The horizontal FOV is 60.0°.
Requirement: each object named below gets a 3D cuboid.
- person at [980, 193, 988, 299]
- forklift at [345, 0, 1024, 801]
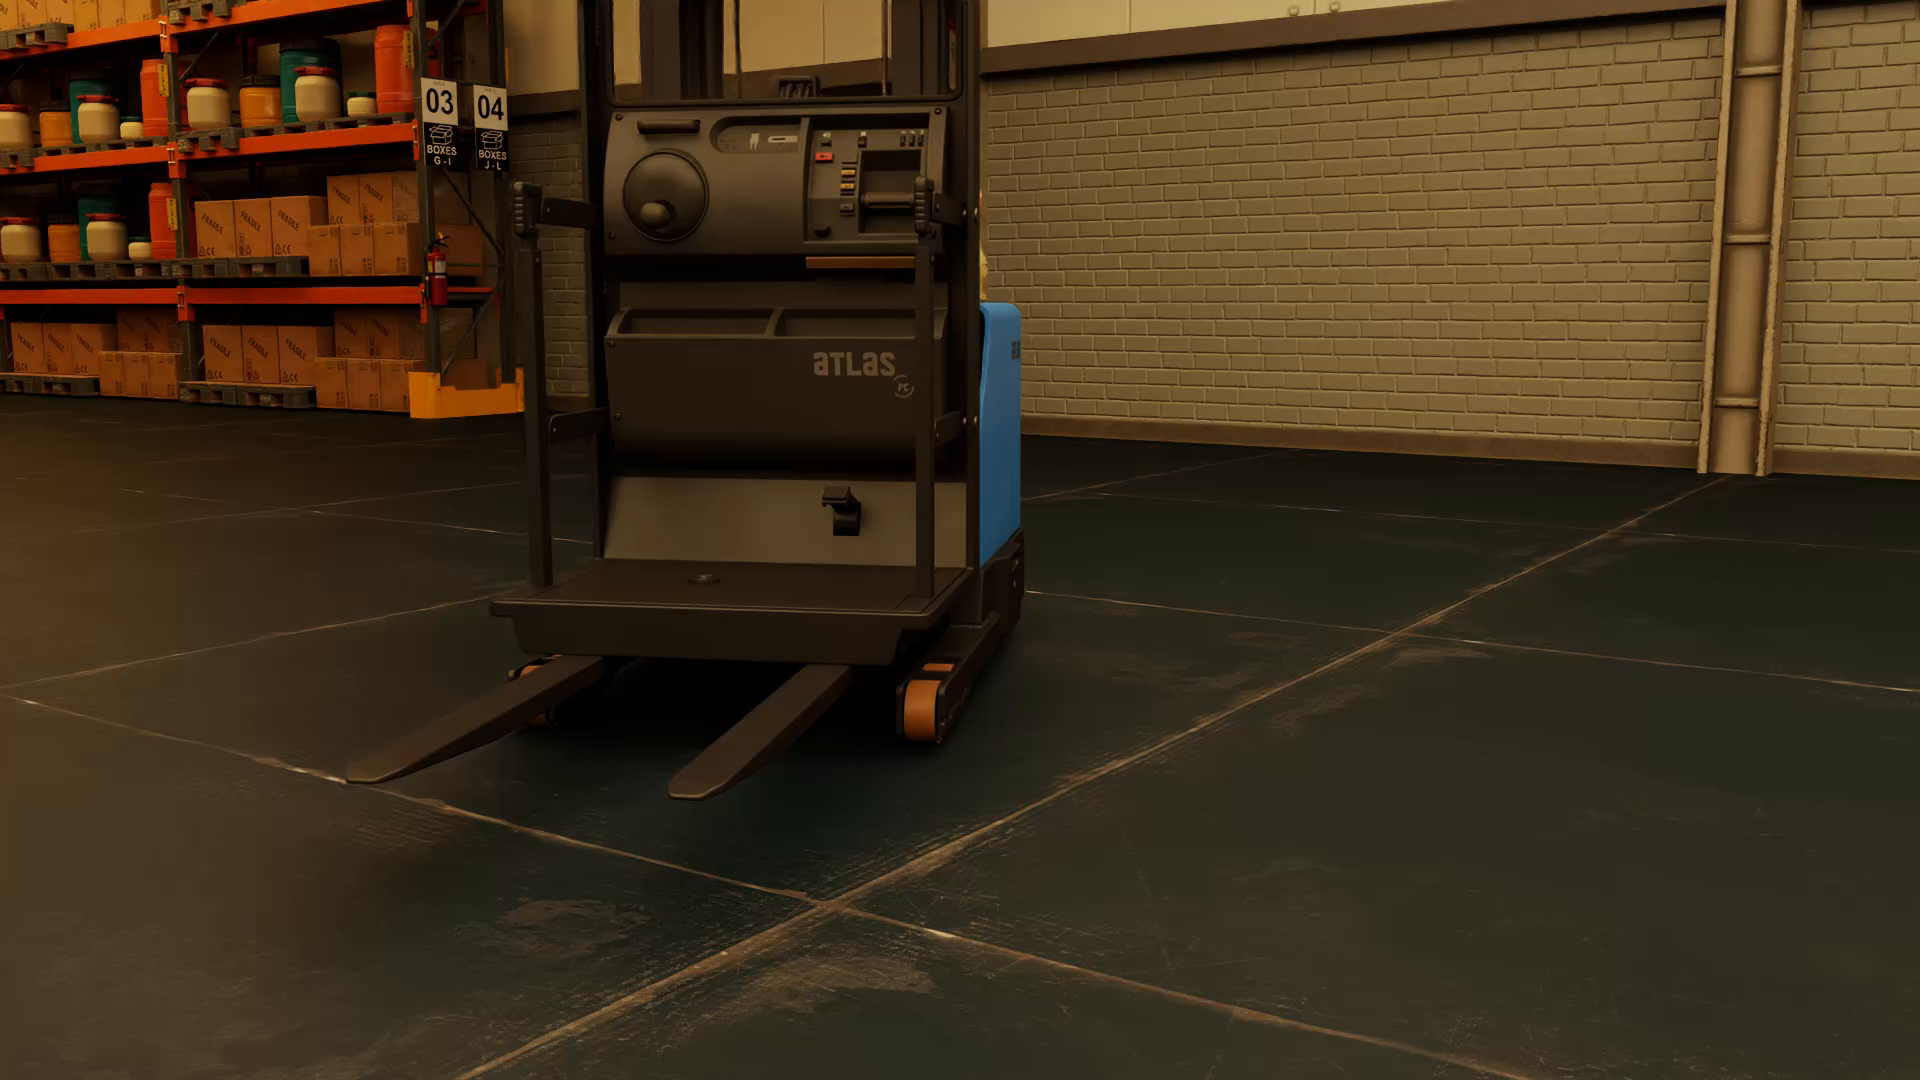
[{"bbox_3d":[0.055,-0.830,7.435,0.549,1.675,0.555,5,10,34],"label":"person"},{"bbox_3d":[-0.530,-1.002,4.239,1.130,2.935,3.031,1,8,9],"label":"forklift"}]
